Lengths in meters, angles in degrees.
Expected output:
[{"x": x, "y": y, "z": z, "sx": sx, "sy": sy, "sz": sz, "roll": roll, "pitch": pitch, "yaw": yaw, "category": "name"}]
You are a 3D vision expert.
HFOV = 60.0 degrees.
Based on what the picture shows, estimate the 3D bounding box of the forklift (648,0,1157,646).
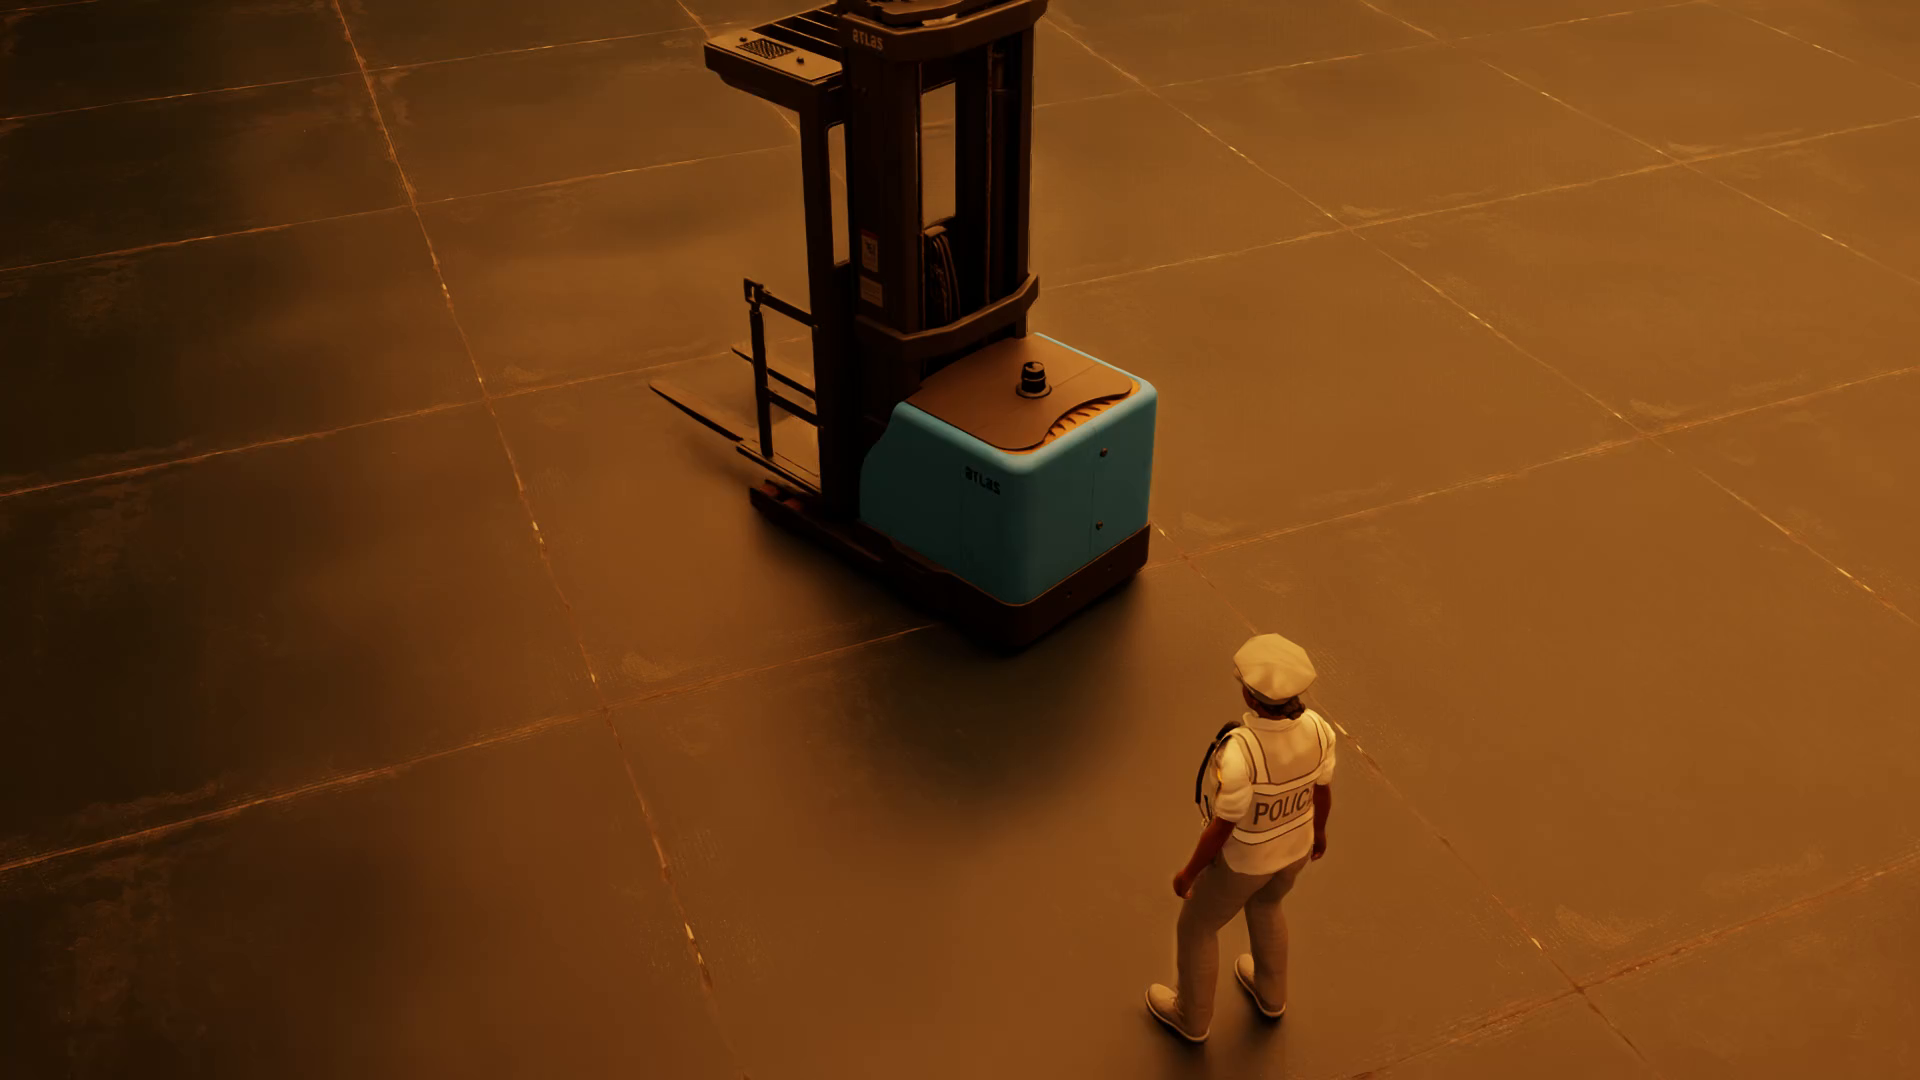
[{"x": -0.466, "y": -1.439, "z": 8.123, "sx": 3.031, "sy": 2.935, "sz": 1.130, "roll": 29, "pitch": 45, "yaw": 34, "category": "forklift"}]

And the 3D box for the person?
[{"x": 0.994, "y": 1.043, "z": 5.726, "sx": 0.606, "sy": 1.664, "sz": 0.371, "roll": -20, "pitch": 40, "yaw": -25, "category": "person"}]
